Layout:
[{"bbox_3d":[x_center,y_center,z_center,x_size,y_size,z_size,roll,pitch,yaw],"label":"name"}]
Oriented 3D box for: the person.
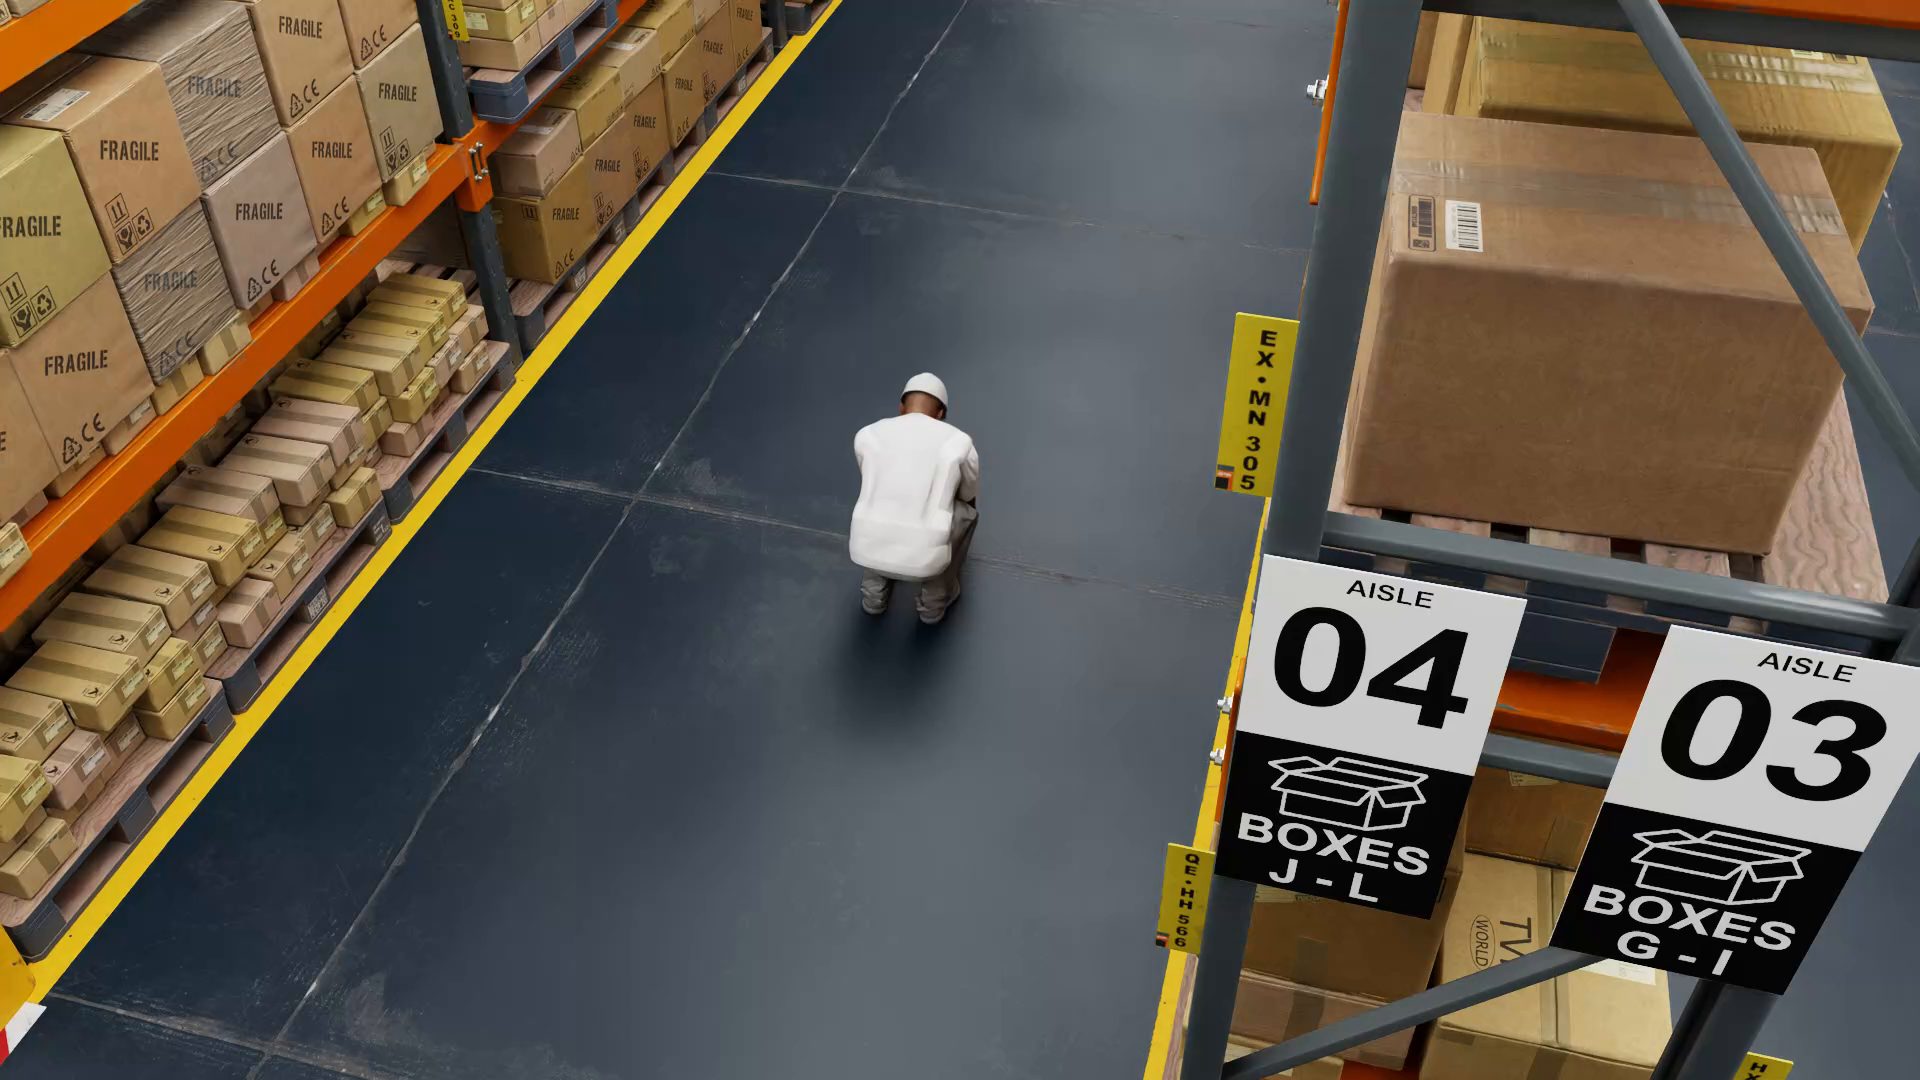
[{"bbox_3d":[-0.207,-0.127,7.095,0.549,0.900,0.926,10,42,11],"label":"person"}]
